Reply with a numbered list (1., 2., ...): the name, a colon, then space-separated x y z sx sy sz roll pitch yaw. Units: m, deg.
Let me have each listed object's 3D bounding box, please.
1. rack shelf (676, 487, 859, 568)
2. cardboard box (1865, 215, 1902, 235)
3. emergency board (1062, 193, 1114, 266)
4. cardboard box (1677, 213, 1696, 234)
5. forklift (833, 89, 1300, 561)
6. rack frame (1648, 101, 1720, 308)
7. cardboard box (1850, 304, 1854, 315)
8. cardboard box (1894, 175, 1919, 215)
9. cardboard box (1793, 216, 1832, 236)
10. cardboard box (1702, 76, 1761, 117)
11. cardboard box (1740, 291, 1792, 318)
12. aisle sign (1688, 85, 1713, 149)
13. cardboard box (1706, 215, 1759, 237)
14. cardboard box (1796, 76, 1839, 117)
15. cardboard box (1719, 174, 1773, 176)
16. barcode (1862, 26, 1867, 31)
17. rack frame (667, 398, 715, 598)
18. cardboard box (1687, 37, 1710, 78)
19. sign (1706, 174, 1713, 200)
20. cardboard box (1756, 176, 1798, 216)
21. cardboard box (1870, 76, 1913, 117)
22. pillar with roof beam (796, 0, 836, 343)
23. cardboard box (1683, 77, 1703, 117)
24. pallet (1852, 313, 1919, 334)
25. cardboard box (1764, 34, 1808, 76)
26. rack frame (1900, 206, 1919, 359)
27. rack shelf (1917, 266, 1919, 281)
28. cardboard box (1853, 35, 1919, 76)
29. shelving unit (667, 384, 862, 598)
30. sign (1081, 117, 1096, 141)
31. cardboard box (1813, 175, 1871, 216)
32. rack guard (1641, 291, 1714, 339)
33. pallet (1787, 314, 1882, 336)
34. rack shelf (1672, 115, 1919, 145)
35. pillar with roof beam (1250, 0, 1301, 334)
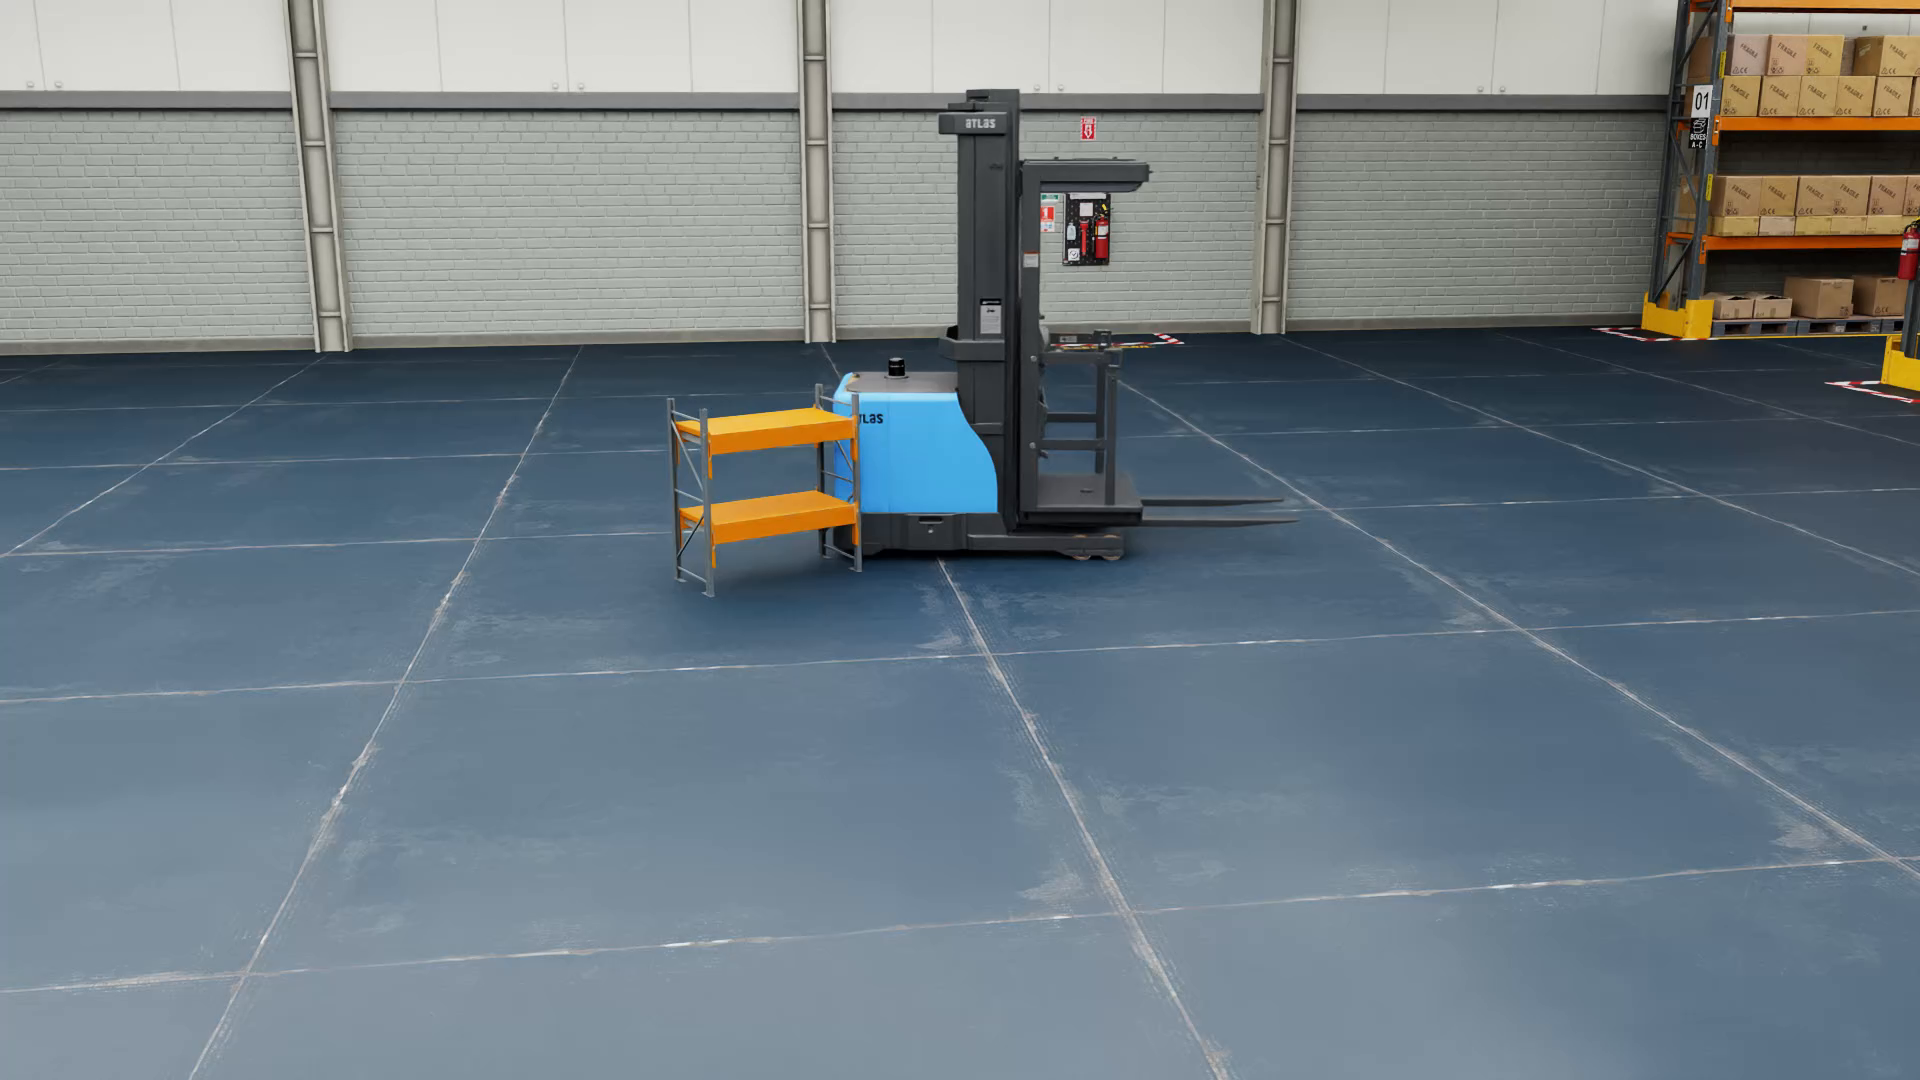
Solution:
1. rack shelf: -1.189 -0.088 10.267 1.000 0.278 0.538 -9 17 -33
2. cardboard box: 12.040 -4.176 21.972 0.500 0.250 0.500 -2 14 -9
3. emergency board: 1.678 -4.157 21.633 0.643 1.169 0.194 -2 14 -8
4. cardboard box: 9.930 -4.222 22.159 0.500 0.250 0.500 -2 14 -7
5. forklift: 0.700 -1.418 10.850 3.031 2.935 1.130 0 14 1
6. rack frame: 9.497 -4.222 21.889 0.127 3.000 1.000 -2 14 -8
7. cardboard box: 11.868 -3.144 22.549 0.250 0.149 0.380 -3 14 -13
8. cardboard box: 12.538 -4.556 21.949 0.500 0.500 0.500 -2 14 -9
9. cardboard box: 11.042 -4.139 21.828 0.500 0.250 0.500 -2 14 -9
10. cardboard box: 9.865 -5.687 21.318 0.500 0.500 0.500 -2 14 -7
11. cardboard box: 10.758 -3.155 22.259 0.500 0.311 0.500 -1 14 -4
12. aisle sign: 9.470 -5.408 21.275 0.004 0.787 0.394 -2 14 -8
13. cardboard box: 10.027 -4.100 21.671 0.500 0.250 0.500 -3 14 -10
14. cardboard box: 10.914 -5.718 21.441 0.500 0.500 0.500 -1 14 -6
15. cardboard box: 10.430 -4.606 22.149 0.500 0.500 0.500 -2 14 -8
16. barcode: 12.014 -6.796 22.083 0.075 0.075 0.001 -2 14 -8
17. rack frame: -1.611 -0.257 9.933 0.032 1.125 0.500 -9 17 -33
18. cardboard box: 9.884 -6.298 21.701 0.500 0.500 0.500 -1 14 -6
19. sign: 9.578 -4.511 21.264 0.005 0.325 0.100 -2 14 -8
20. cardboard box: 10.504 -4.483 21.656 0.500 0.500 0.500 -2 14 -8
21. cardboard box: 11.945 -5.758 21.600 0.500 0.500 0.500 -3 14 -11
22. pillar with roof beam: -1.165 -5.895 16.227 0.400 9.000 9.100 -2 14 -8
23. cardboard box: 9.872 -5.811 21.813 0.500 0.500 0.500 -1 14 -4
24. pallet: 12.793 -2.981 22.676 1.213 0.211 1.003 -2 14 -8
25. cardboard box: 10.417 -6.181 21.235 0.500 0.500 0.500 -2 14 -9
26. rack frame: 10.238 -3.030 17.139 0.127 3.000 1.000 -2 14 -8
27. rack shelf: 12.216 -2.754 17.515 4.000 0.370 1.077 -2 14 -8
28. cardboard box: 11.942 -6.238 21.459 0.500 0.500 0.500 -3 14 -10
29. shelving unit: -1.189 -0.326 10.208 1.048 1.125 0.538 -9 17 -33
30. sign: 1.655 -5.305 21.445 0.199 0.298 0.001 -2 14 -8
31. cardboard box: 11.524 -4.522 21.811 0.500 0.500 0.500 -2 14 -7
32. rack guard: 9.572 -3.012 22.204 0.348 0.500 1.175 -2 14 -8
33. pallet: 11.584 -2.936 22.496 1.213 0.211 1.003 -2 14 -8
34. rack shelf: 11.474 -5.400 21.901 4.000 0.370 1.077 -2 14 -8
35. pillar with roof beam: 4.768 -6.112 17.094 0.400 9.000 9.100 -2 14 -8
